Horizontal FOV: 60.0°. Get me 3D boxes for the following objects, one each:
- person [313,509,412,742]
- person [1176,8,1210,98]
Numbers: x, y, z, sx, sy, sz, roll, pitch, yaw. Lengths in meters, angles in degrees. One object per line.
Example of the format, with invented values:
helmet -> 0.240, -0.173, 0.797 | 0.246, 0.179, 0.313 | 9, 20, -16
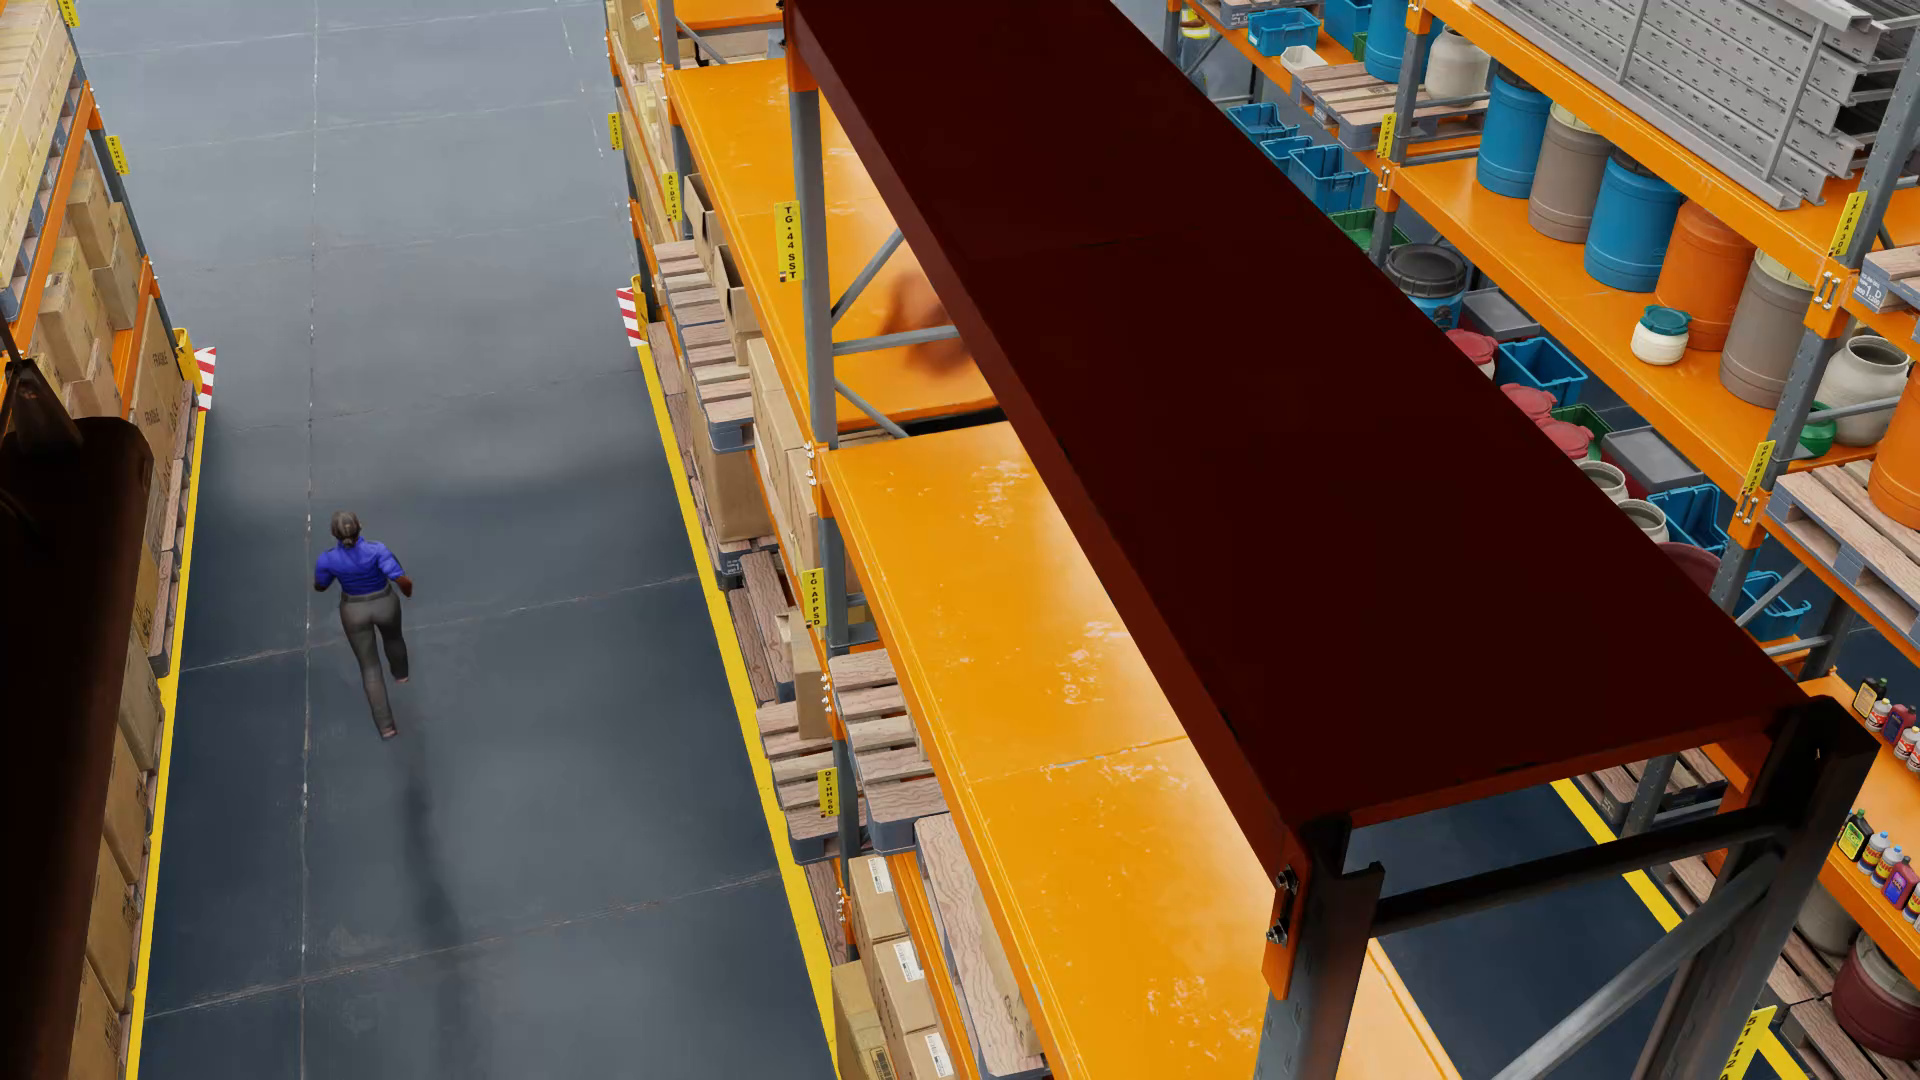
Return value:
person -> -3.750, 0.470, 10.608 | 0.579, 1.660, 0.911 | -14, 40, -17
person -> 2.570, -5.703, 18.615 | 0.591, 1.720, 0.676 | 1, 38, 1
